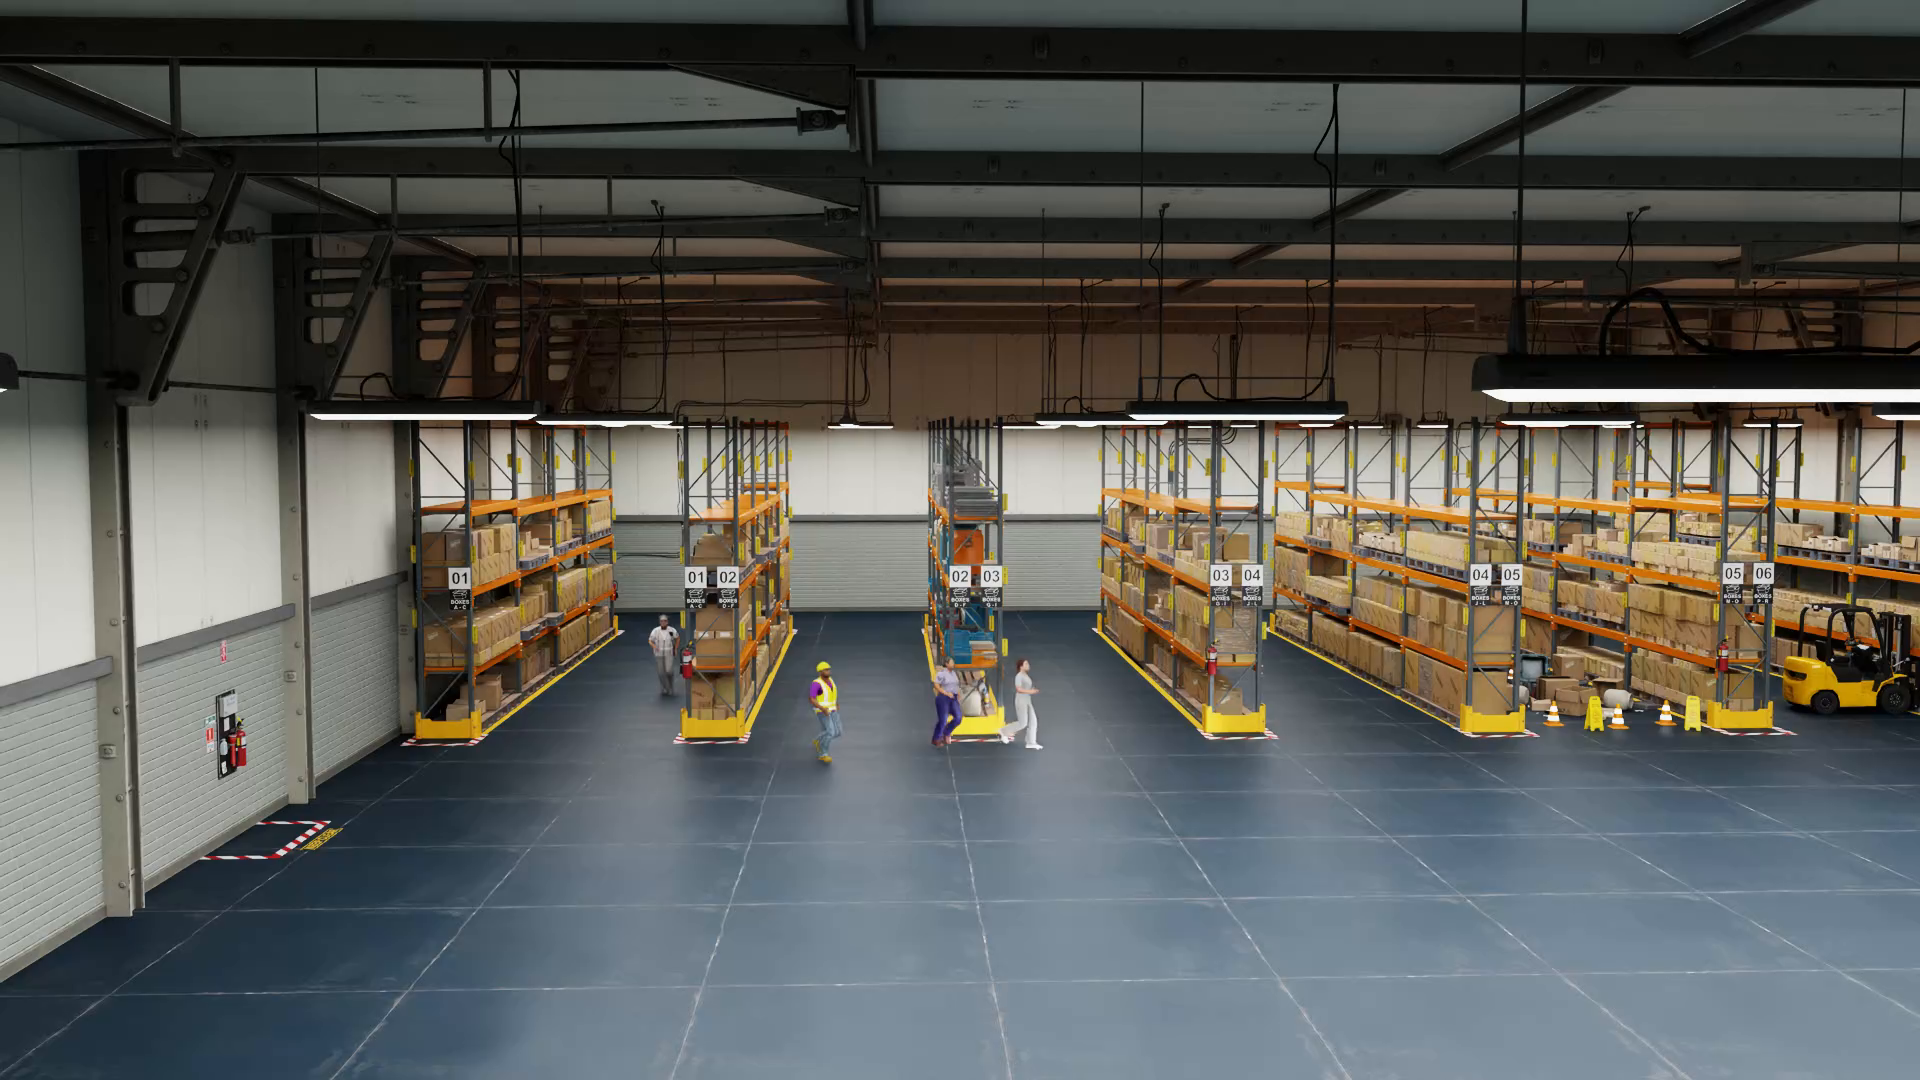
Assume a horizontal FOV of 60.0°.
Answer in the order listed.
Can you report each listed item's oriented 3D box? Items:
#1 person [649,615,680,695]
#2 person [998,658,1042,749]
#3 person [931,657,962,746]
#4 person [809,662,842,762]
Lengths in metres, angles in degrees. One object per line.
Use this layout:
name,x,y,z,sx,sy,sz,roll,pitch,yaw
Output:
person,-6.420,2.498,36.053,0.662,1.769,0.643,0,4,-6
person,1.097,2.938,29.955,0.817,1.638,0.570,1,4,19
person,-0.187,2.947,30.342,0.554,1.597,0.679,4,5,45
person,-2.347,2.978,28.921,0.541,1.728,0.700,2,4,30
